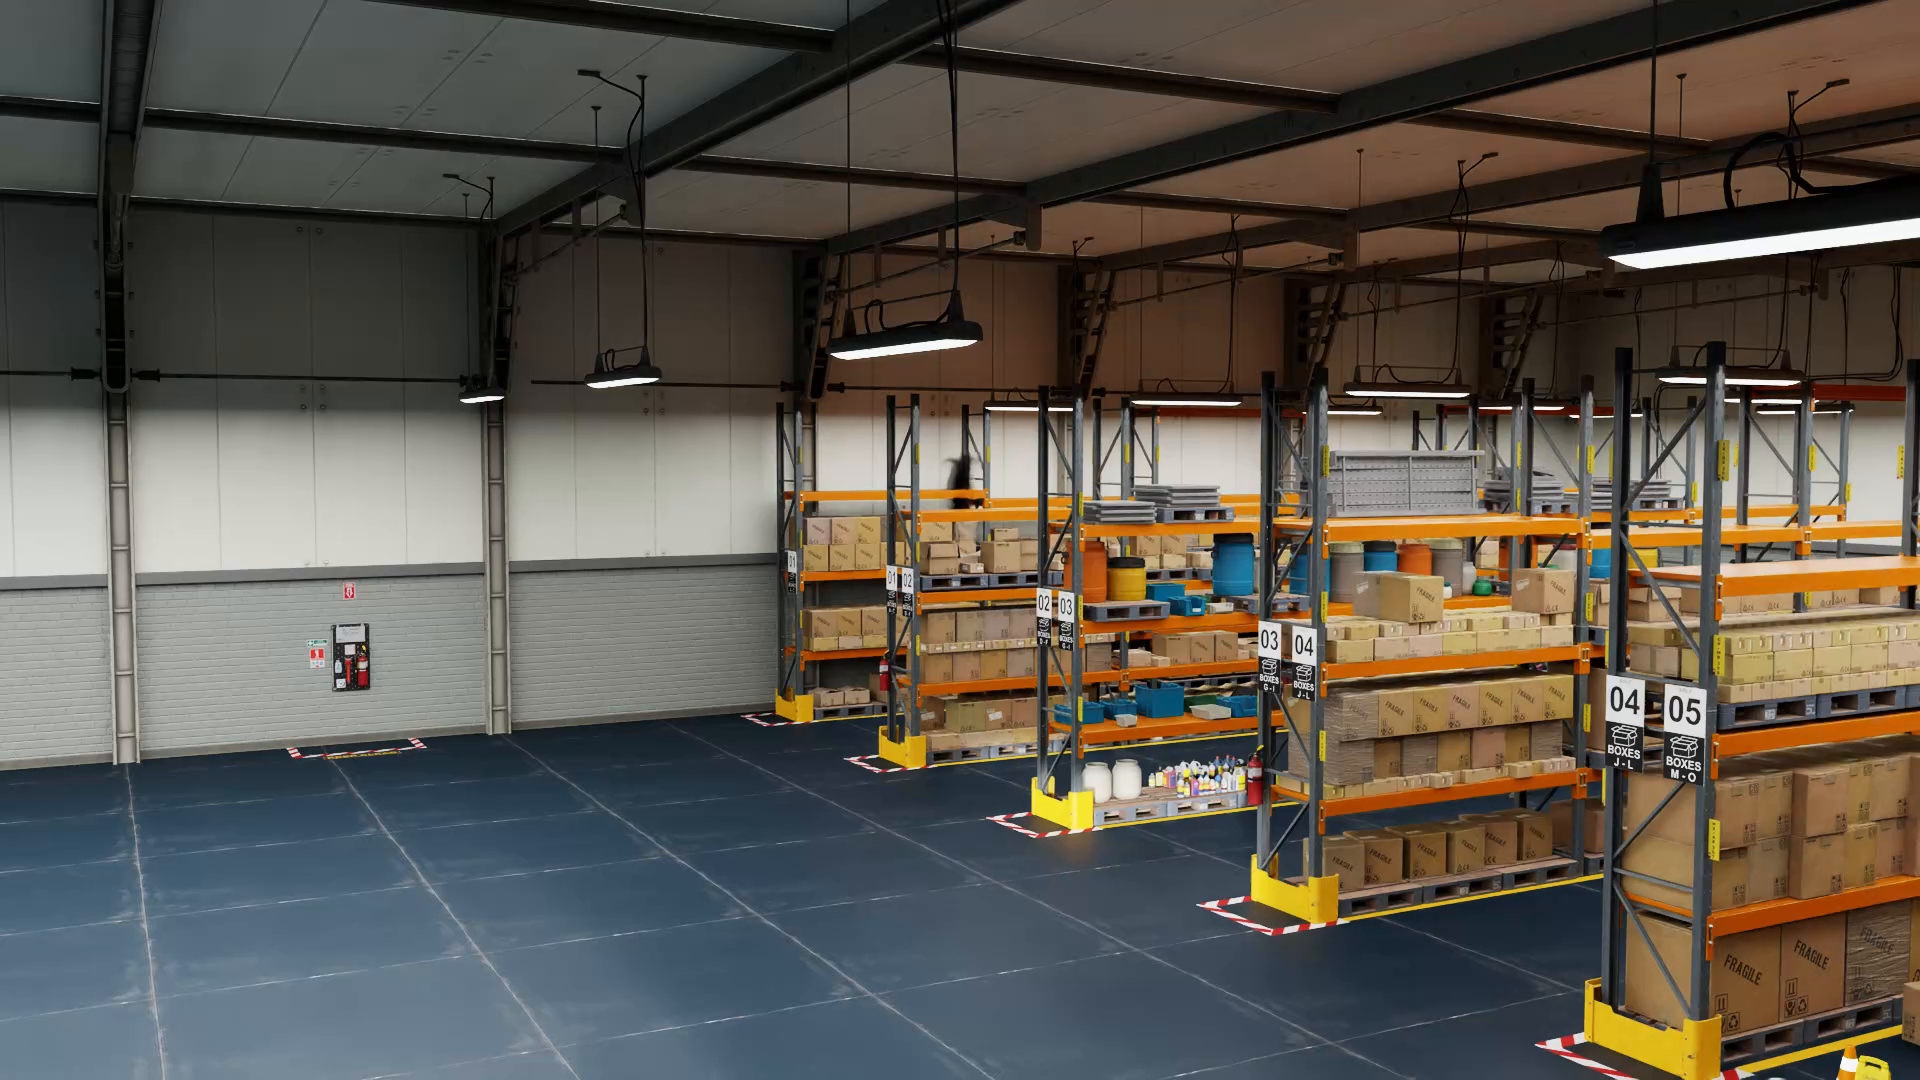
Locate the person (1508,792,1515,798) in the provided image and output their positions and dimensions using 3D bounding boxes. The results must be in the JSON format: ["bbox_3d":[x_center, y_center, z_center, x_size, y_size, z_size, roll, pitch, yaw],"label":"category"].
[{"bbox_3d":[8.216,2.934,24.455,0.628,1.704,0.717,3,4,43],"label":"person"}]
